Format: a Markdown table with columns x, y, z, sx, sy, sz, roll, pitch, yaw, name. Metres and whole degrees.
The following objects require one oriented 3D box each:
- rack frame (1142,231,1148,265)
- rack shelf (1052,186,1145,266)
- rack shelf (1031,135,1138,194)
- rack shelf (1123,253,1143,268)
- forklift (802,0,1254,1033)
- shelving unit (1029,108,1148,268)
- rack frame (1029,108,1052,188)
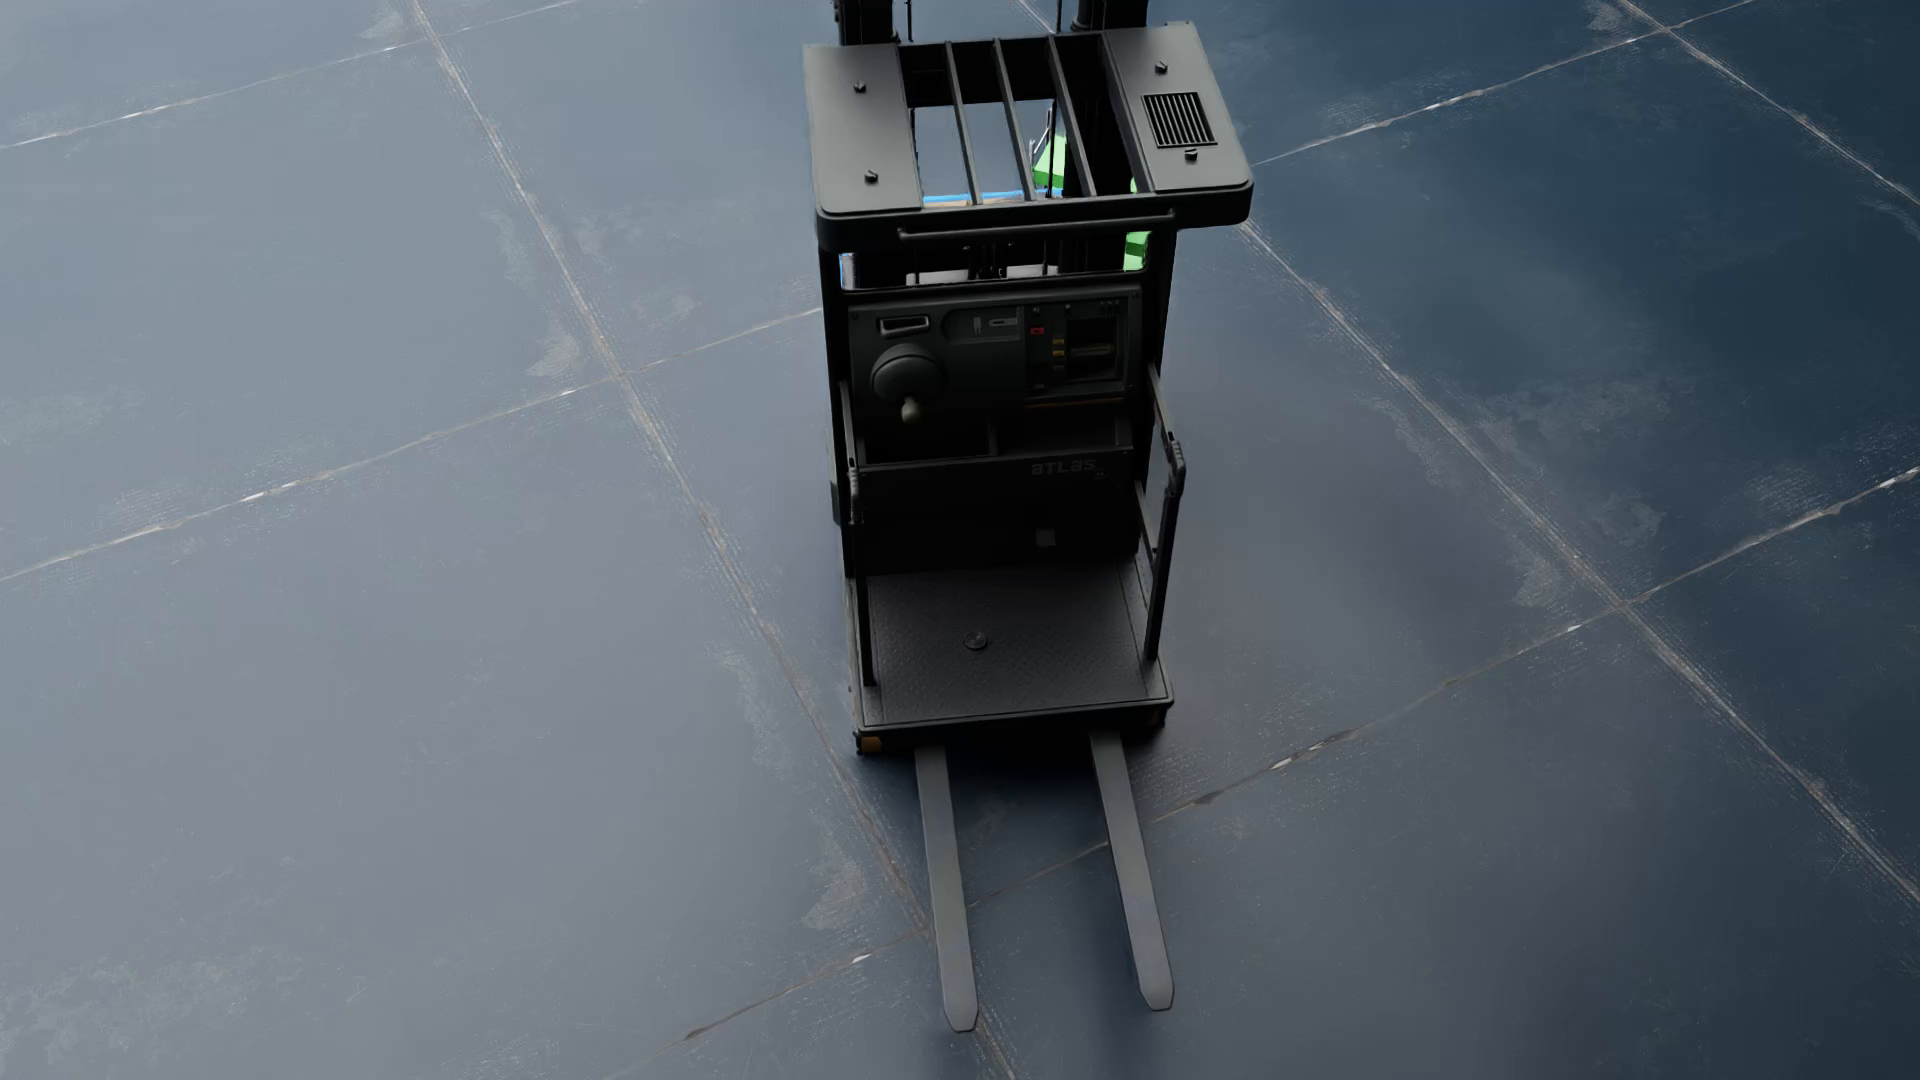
| x | y | z | sx | sy | sz | roll | pitch | yaw | name |
| --- | --- | --- | --- | --- | --- | --- | --- | --- | --- |
| 0.771 | -1.089 | 6.797 | 0.015 | 1.200 | 0.240 | 16 | 50 | 13 | rack frame |
| 0.542 | -1.269 | 6.721 | 0.480 | 0.148 | 0.258 | 16 | 50 | 13 | rack shelf |
| 0.543 | -1.428 | 6.541 | 0.480 | 0.148 | 0.258 | 16 | 50 | 13 | rack shelf |
| 0.542 | -1.110 | 6.900 | 0.480 | 0.148 | 0.258 | 16 | 50 | 13 | rack shelf |
| 0.142 | -0.486 | 5.120 | 1.130 | 2.935 | 3.031 | -5 | 49 | -4 | forklift |
| 0.542 | -1.153 | 6.853 | 0.503 | 1.200 | 0.258 | 16 | 50 | 13 | shelving unit |
| 0.313 | -1.216 | 6.908 | 0.015 | 1.200 | 0.240 | 16 | 50 | 13 | rack frame |
